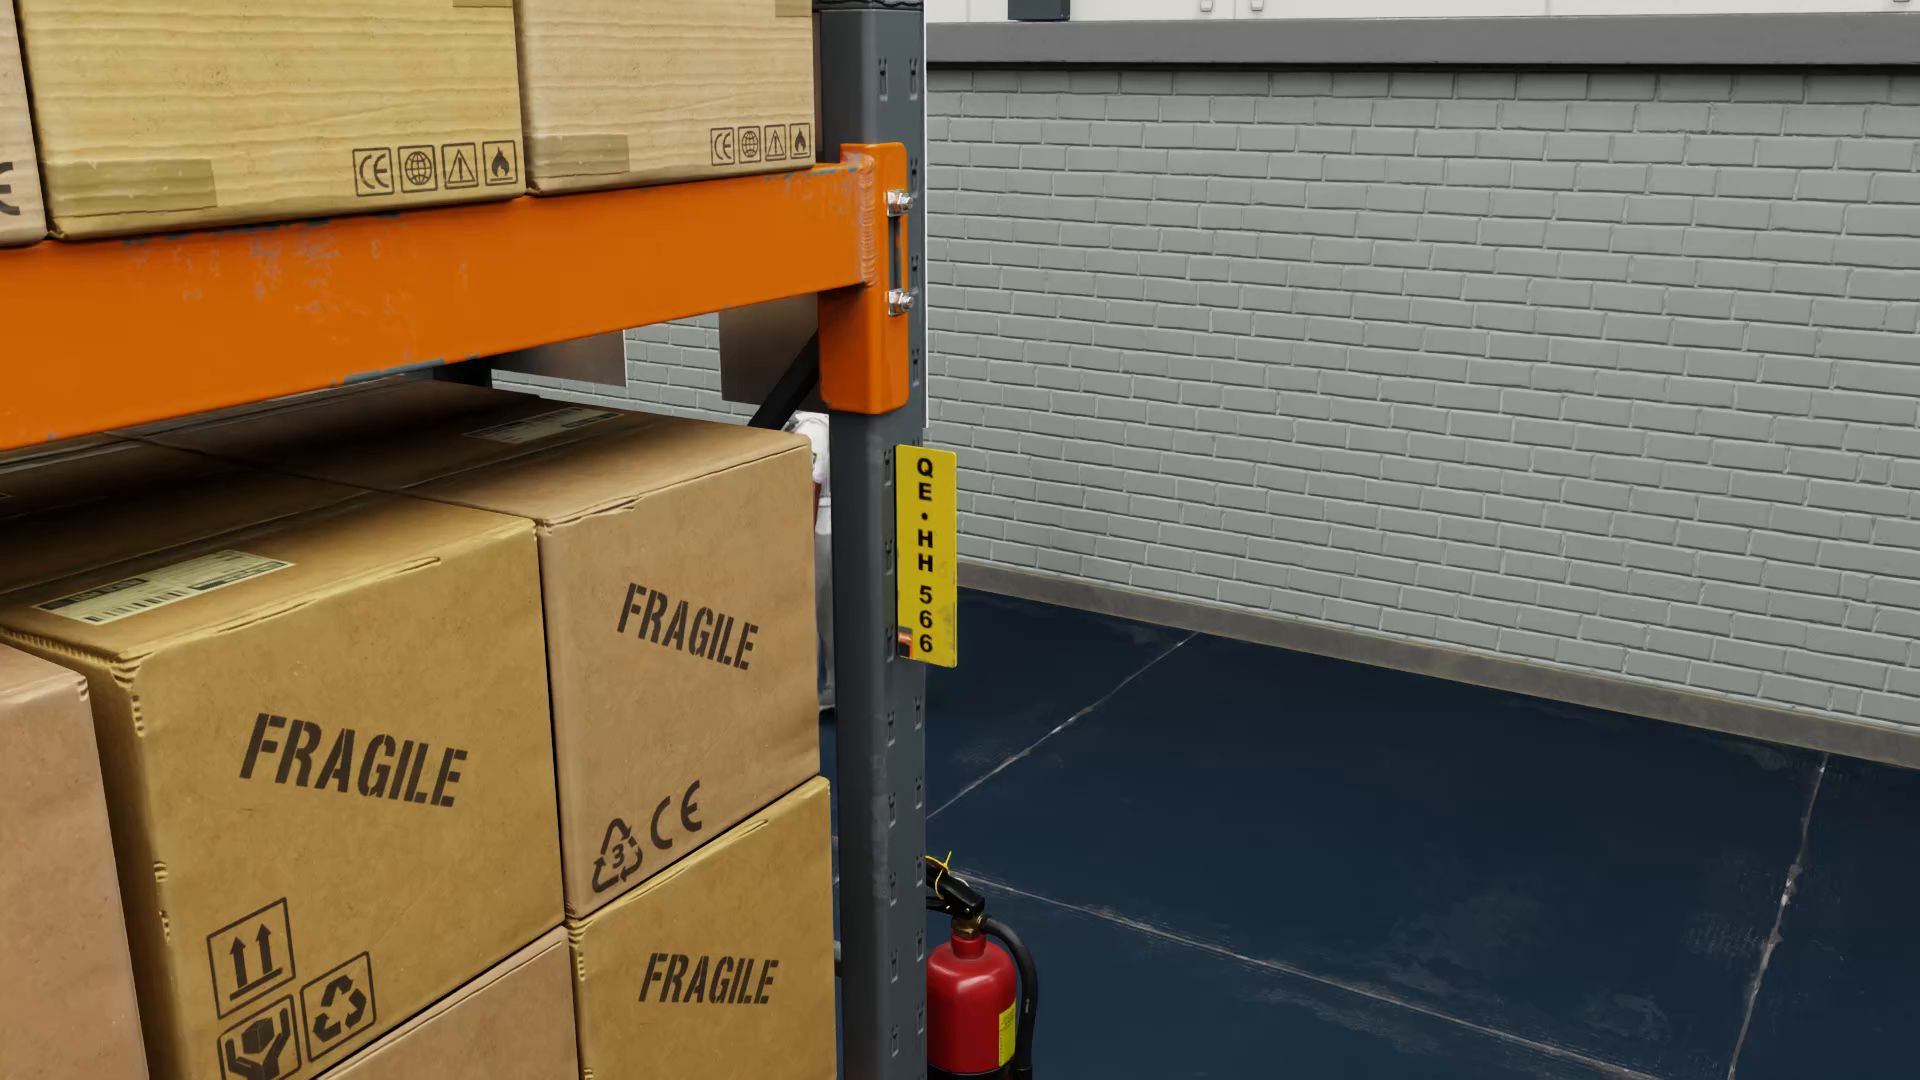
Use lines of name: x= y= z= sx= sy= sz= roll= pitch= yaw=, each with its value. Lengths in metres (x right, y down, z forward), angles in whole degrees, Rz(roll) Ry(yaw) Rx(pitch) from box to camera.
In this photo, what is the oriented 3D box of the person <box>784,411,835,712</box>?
person: x=-0.679 y=0.013 z=7.527 sx=0.416 sy=1.718 sz=0.467 roll=4 pitch=17 yaw=13
